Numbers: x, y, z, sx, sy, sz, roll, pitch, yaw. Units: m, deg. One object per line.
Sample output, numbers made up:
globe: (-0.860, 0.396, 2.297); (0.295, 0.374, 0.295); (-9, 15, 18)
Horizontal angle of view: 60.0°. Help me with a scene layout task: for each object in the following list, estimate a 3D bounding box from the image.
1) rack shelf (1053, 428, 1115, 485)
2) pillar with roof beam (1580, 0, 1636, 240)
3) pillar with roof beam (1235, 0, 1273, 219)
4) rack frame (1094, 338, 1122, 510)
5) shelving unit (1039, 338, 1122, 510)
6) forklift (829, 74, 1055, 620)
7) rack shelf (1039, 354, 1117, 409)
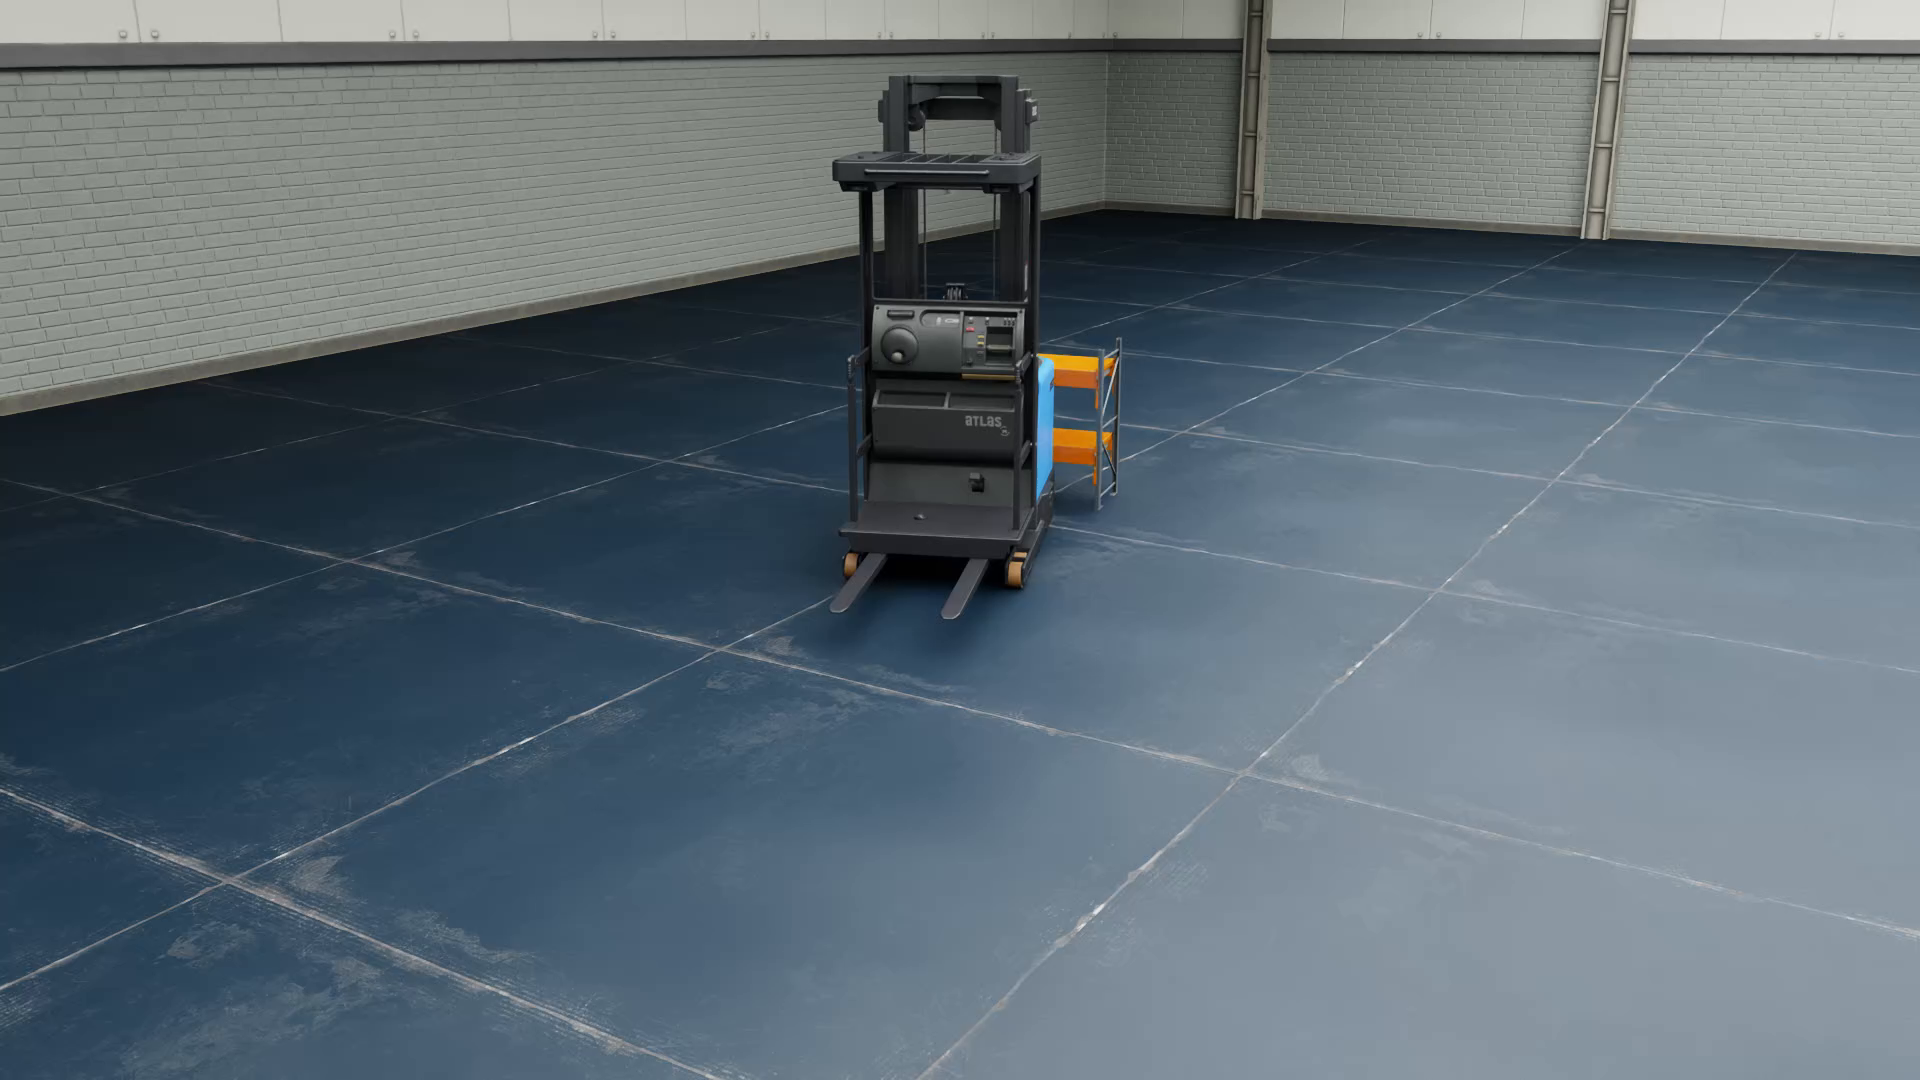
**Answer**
rack shelf: (0.560, -0.632, 11.866); (1.000, 0.278, 0.538); (6, 18, 19)
pillar with roof beam: (8.066, -8.143, 22.207); (0.400, 9.000, 9.100); (10, 20, 30)
pillar with roof beam: (2.954, -9.056, 25.212); (0.400, 9.000, 9.100); (10, 20, 30)
rack frame: (1.037, -0.815, 11.628); (0.032, 1.125, 0.500); (6, 18, 19)
shelving unit: (0.560, -0.866, 11.795); (1.048, 1.125, 0.538); (6, 18, 19)
forklift: (-0.106, -1.224, 9.866); (1.130, 2.935, 3.031); (3, 17, 9)
rack shelf: (0.560, -1.146, 11.710); (1.000, 0.278, 0.538); (6, 18, 19)
